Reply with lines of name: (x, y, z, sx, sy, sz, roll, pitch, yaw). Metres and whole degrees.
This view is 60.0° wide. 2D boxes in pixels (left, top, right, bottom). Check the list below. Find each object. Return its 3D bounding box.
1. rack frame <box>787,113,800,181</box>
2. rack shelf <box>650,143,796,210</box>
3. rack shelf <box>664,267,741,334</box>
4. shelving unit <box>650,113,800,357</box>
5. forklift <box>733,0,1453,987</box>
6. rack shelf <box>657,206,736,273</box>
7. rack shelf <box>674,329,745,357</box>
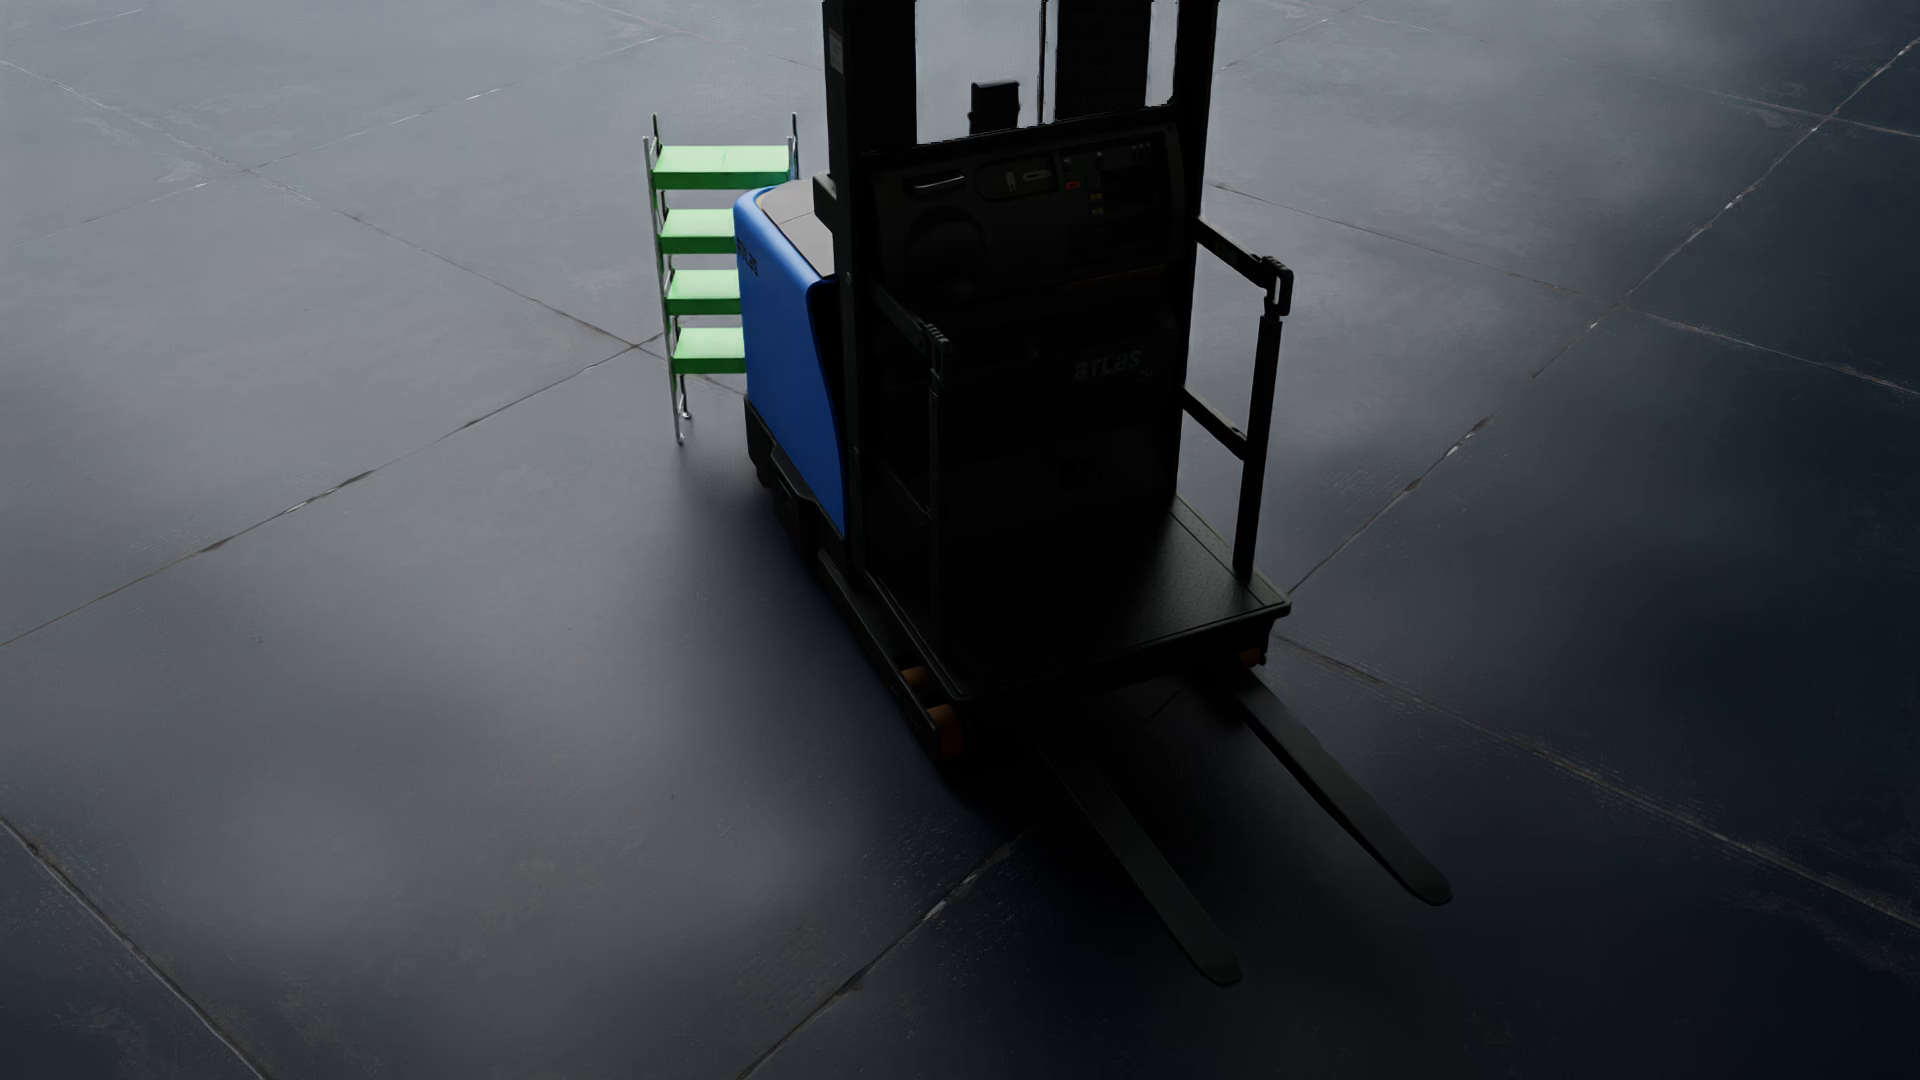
rack frame: (-0.580, -0.935, 6.072, 0.015, 1.200, 0.240, 0, 34, -1)
rack shelf: (-0.823, -1.277, 5.833, 0.480, 0.148, 0.258, 0, 34, -1)
rack shelf: (-0.825, -0.881, 6.105, 0.480, 0.148, 0.258, 0, 34, -1)
shelving unit: (-0.819, -0.934, 6.069, 0.492, 1.200, 0.258, 0, 34, -1)
forklift: (0.289, -0.845, 4.411, 1.130, 2.935, 3.031, -14, 37, -20)
rack shelf: (-0.824, -1.079, 5.969, 0.480, 0.148, 0.258, 0, 34, -1)
rack shelf: (-0.825, -0.728, 6.210, 0.457, 0.021, 0.221, 0, 34, -1)
